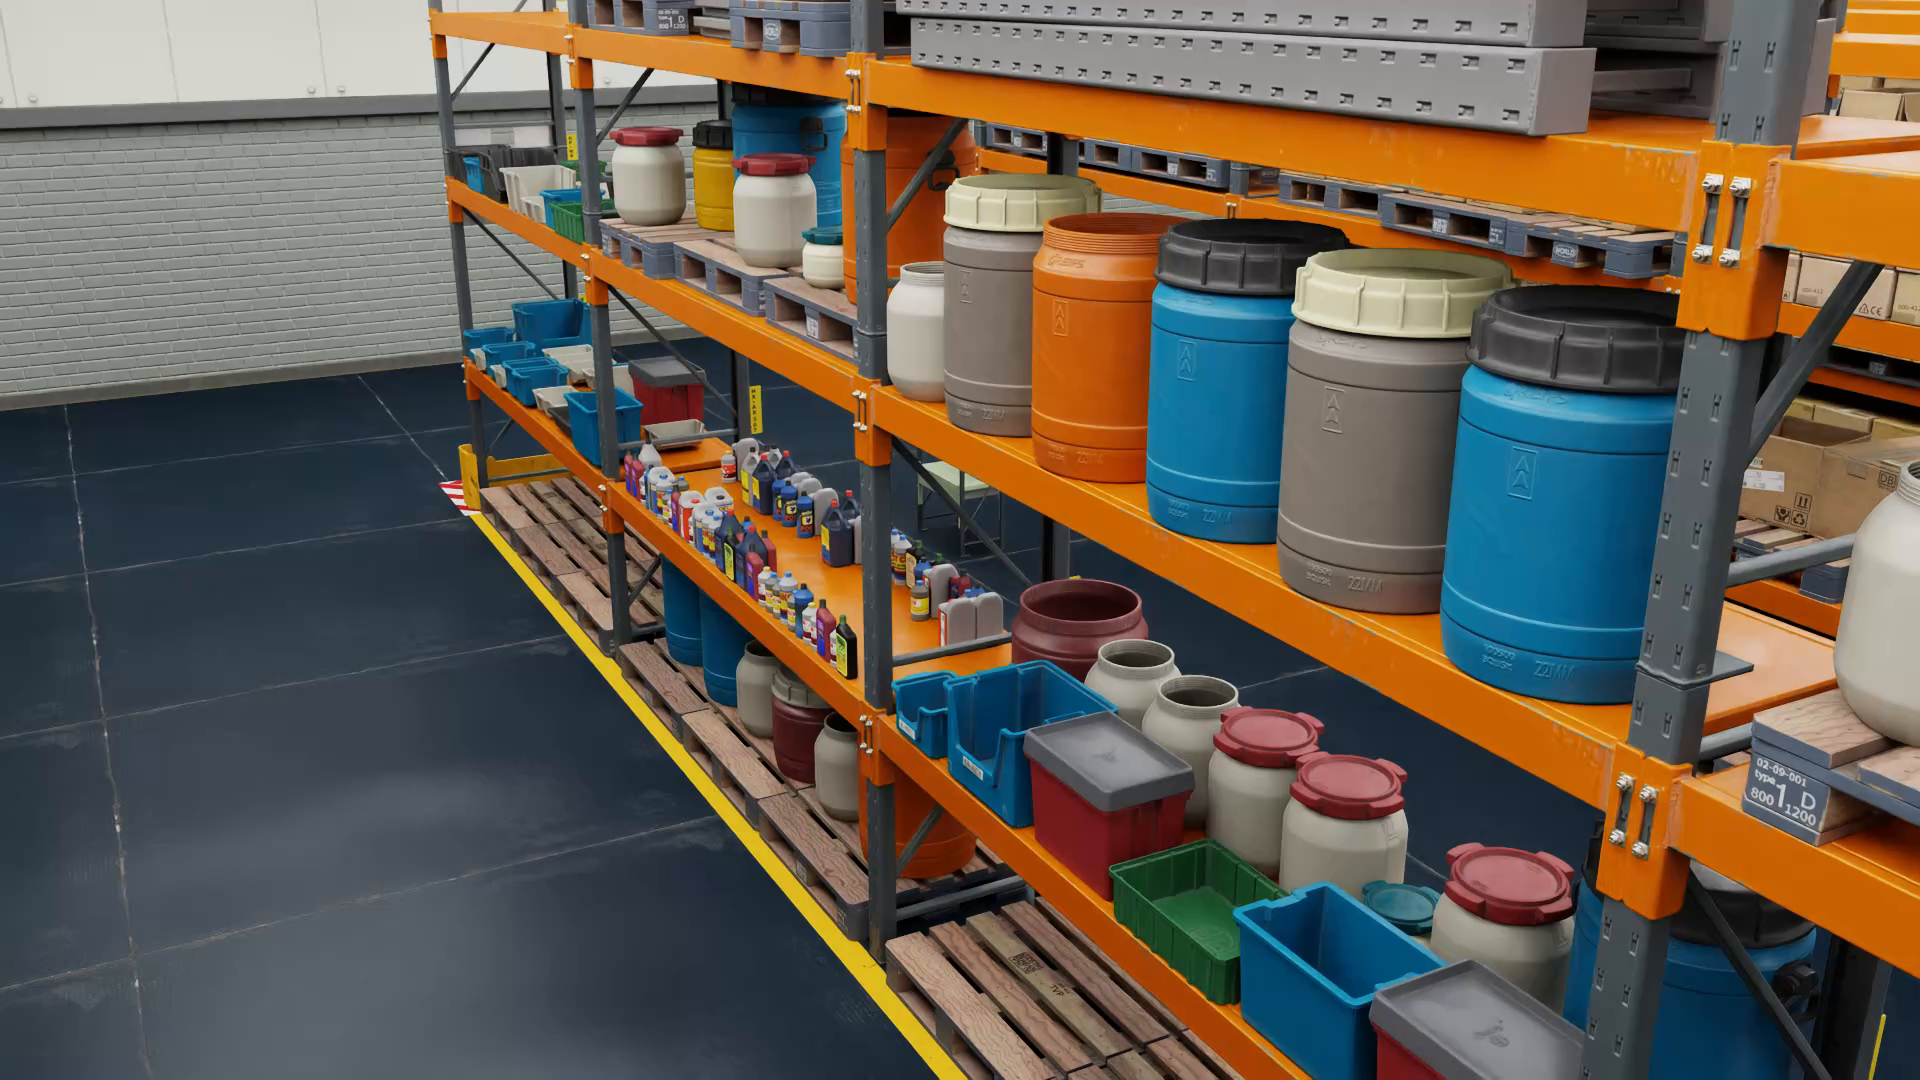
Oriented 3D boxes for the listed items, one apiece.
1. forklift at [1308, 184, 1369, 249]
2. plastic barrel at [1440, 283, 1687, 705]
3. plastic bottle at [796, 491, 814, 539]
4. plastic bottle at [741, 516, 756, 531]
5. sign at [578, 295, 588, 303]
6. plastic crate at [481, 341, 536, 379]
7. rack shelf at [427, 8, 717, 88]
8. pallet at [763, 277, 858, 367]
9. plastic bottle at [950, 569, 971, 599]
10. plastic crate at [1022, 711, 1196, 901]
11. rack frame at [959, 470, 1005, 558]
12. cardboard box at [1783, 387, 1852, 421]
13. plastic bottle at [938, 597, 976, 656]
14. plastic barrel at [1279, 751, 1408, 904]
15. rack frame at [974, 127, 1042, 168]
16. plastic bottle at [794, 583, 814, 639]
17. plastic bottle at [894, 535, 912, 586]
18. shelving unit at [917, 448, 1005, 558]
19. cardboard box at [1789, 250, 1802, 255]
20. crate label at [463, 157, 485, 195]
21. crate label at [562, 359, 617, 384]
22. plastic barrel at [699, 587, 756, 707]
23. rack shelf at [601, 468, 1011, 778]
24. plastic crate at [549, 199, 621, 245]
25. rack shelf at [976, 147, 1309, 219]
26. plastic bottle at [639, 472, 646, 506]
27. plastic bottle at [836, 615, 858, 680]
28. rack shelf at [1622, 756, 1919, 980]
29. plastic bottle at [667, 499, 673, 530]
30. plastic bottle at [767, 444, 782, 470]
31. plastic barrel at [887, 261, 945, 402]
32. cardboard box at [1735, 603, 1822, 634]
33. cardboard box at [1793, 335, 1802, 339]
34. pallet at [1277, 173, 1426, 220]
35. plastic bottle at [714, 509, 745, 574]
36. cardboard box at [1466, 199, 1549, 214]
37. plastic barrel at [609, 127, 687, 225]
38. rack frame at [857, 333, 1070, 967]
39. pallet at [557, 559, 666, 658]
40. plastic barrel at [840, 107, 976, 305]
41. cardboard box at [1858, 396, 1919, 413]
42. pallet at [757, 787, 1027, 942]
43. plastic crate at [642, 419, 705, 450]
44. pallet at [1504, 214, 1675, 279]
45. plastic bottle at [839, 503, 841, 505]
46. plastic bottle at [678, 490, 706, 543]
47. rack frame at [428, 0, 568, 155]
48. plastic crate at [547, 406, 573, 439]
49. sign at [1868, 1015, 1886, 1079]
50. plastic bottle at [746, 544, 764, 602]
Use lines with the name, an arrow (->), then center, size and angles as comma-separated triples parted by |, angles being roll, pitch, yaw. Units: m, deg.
forklift -> 4.114, -2.487, 16.347 | 3.031, 2.935, 1.130 | -9, 21, -25
plastic barrel -> 1.505, -0.126, 4.031 | 0.600, 0.901, 0.708 | -10, 21, -27
plastic bottle -> -0.904, -0.152, 9.671 | 0.097, 0.271, 0.097 | 0, 19, 0
plastic bottle -> -1.177, 0.001, 9.228 | 0.097, 0.271, 0.097 | 0, 19, 0
sign -> -3.284, -1.971, 14.494 | 0.100, 0.325, 0.005 | -10, 21, -27
plastic crate -> -3.621, -1.442, 13.377 | 0.416, 0.233, 0.300 | -10, 21, -27
rack shelf -> -2.811, -3.536, 11.800 | 1.077, 0.370, 4.000 | -10, 21, -27
pallet -> -0.239, -1.071, 7.826 | 1.003, 0.211, 1.213 | -10, 21, -27
plastic bottle -> 0.001, 0.272, 8.423 | 0.061, 0.283, 0.133 | -10, 21, -27
plastic crate -> 0.536, 0.974, 6.112 | 0.402, 0.464, 0.583 | -10, 21, -27
rack frame -> 0.177, -0.602, 13.077 | 0.400, 1.500, 0.023 | -10, 21, -27
cardboard box -> 7.284, -1.128, 14.340 | 0.500, 0.250, 0.500 | -9, 21, -25
plastic bottle -> -0.017, 0.401, 8.062 | 0.152, 0.276, 0.135 | -10, 21, -27
plastic barrel -> 1.328, 1.058, 5.759 | 0.433, 0.535, 0.433 | 0, 19, 0
rack frame -> 0.598, -2.571, 16.483 | 1.000, 3.000, 0.127 | -10, 21, -27
plastic bottle -> -0.770, 0.346, 8.229 | 0.097, 0.271, 0.097 | 0, 19, 0
plastic bottle -> -0.307, 0.105, 8.927 | 0.097, 0.271, 0.097 | 0, 19, 0
shelving unit -> 0.003, -0.707, 13.381 | 0.431, 1.500, 0.755 | -10, 21, -27
cardboard box -> 4.394, -1.801, 8.734 | 0.500, 0.500, 0.500 | -10, 21, -26
crate label -> -3.607, -2.836, 12.882 | 0.408, 0.251, 0.502 | -10, 21, -27
crate label -> -2.936, -1.340, 13.228 | 0.396, 0.136, 0.243 | -10, 21, -27
plastic barrel -> -1.282, 0.500, 10.157 | 0.600, 0.901, 0.708 | -10, 21, -27
rack shelf -> -0.912, 0.259, 9.386 | 1.077, 0.370, 4.000 | -10, 21, -27
plastic crate -> -2.329, -2.048, 10.694 | 0.450, 0.188, 0.662 | -10, 21, -27
rack shelf -> 1.548, -3.075, 14.447 | 1.077, 0.370, 4.000 | -10, 21, -27
plastic bottle -> -1.928, -0.322, 10.269 | 0.097, 0.201, 0.097 | 0, 19, 0
plastic bottle -> -0.529, 0.498, 7.769 | 0.061, 0.283, 0.133 | -10, 21, -27
rack shelf -> 2.887, 1.137, 2.241 | 1.077, 0.370, 4.000 | -10, 21, -27
plastic bottle -> -1.680, -0.171, 9.833 | 0.097, 0.201, 0.097 | 0, 19, 0
plastic bottle -> -1.137, -0.419, 10.323 | 0.144, 0.351, 0.185 | -10, 21, -27
plastic barrel -> -0.084, -0.841, 6.701 | 0.421, 0.512, 0.421 | 0, 19, 0
cardboard box -> 4.742, 0.533, 9.498 | 0.500, 0.250, 0.500 | -9, 21, -24
cardboard box -> 7.184, -1.761, 13.878 | 0.380, 0.149, 0.250 | -11, 22, -29
pallet -> 2.976, -2.495, 11.957 | 0.805, 0.209, 1.217 | -11, 22, -29
plastic bottle -> -1.262, -0.005, 9.124 | 0.144, 0.351, 0.185 | -10, 21, -27
cardboard box -> 3.557, -2.336, 10.408 | 0.500, 0.500, 0.500 | -9, 21, -24
plastic barrel -> -1.832, -2.146, 9.802 | 0.433, 0.535, 0.433 | 0, 19, 0
rack frame -> 0.038, 0.493, 7.605 | 1.000, 3.000, 0.127 | -10, 21, -27
pallet -> -2.245, 0.458, 11.981 | 1.003, 0.211, 1.213 | -10, 21, -27
plastic barrel -> -0.229, -1.490, 7.450 | 0.600, 0.830, 0.708 | -10, 21, -27
cardboard box -> 7.983, -1.059, 14.142 | 0.500, 0.250, 0.500 | -11, 22, -29
pallet -> -0.373, 1.591, 8.697 | 1.003, 0.211, 1.213 | -10, 21, -27
plastic crate -> -1.957, -0.715, 11.417 | 0.396, 0.136, 0.243 | -10, 21, -27
pallet -> 4.045, -1.780, 9.881 | 1.213, 0.211, 1.003 | -9, 21, -24
plastic bottle -> -0.653, -0.123, 9.568 | 0.061, 0.283, 0.133 | -10, 21, -27
plastic bottle -> -1.537, -0.139, 9.626 | 0.152, 0.276, 0.135 | -10, 21, -27
rack frame -> -3.761, -4.640, 13.281 | 1.000, 3.000, 0.127 | -10, 21, -27
plastic crate -> -2.629, -0.833, 11.778 | 0.437, 0.125, 0.590 | -10, 21, -27
sign -> 2.427, 1.428, 4.469 | 0.100, 0.325, 0.005 | -10, 21, -27
plastic bottle -> -1.072, 0.170, 8.719 | 0.061, 0.283, 0.133 | -10, 21, -27
